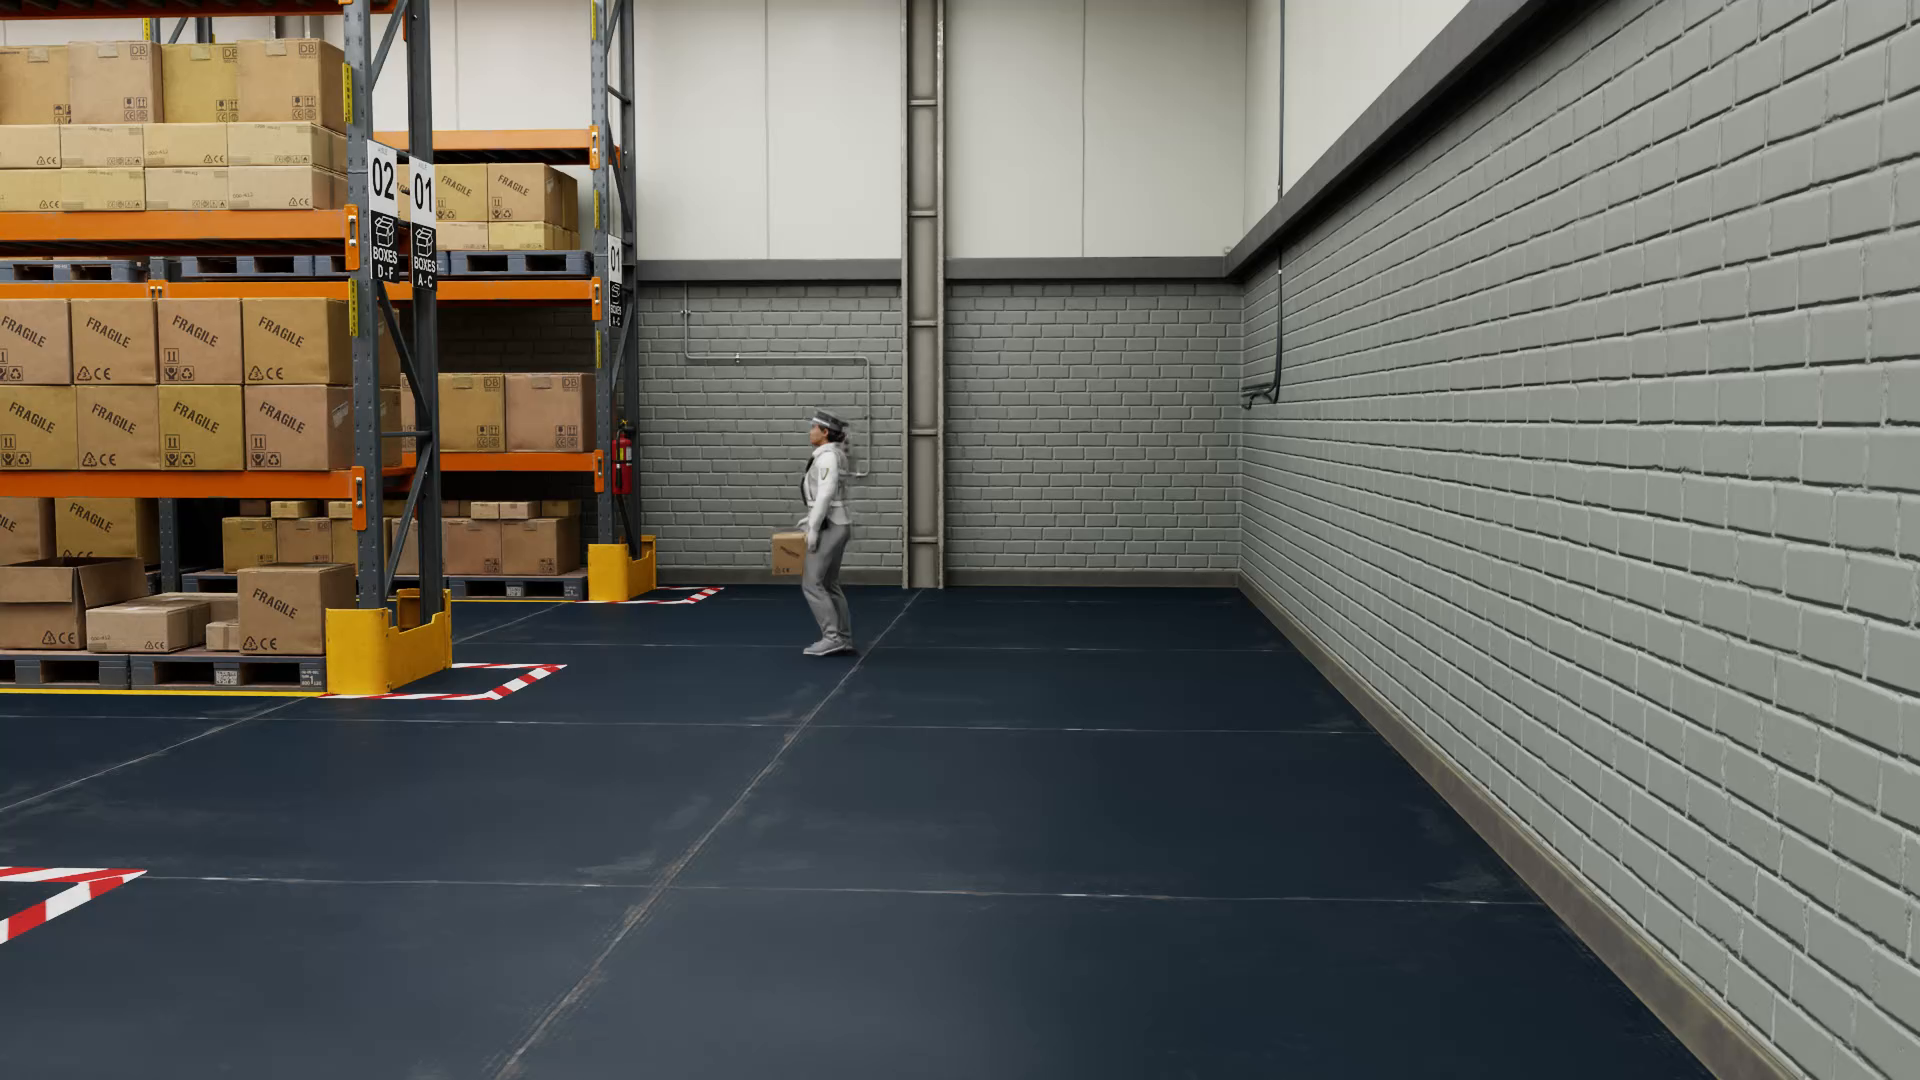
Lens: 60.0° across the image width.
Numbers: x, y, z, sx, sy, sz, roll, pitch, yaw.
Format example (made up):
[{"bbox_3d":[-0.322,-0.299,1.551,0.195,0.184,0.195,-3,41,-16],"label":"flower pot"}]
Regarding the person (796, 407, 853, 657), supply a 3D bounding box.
[{"bbox_3d":[-0.948,-0.063,11.322,0.424,1.688,0.578,0,4,5],"label":"person"}]
